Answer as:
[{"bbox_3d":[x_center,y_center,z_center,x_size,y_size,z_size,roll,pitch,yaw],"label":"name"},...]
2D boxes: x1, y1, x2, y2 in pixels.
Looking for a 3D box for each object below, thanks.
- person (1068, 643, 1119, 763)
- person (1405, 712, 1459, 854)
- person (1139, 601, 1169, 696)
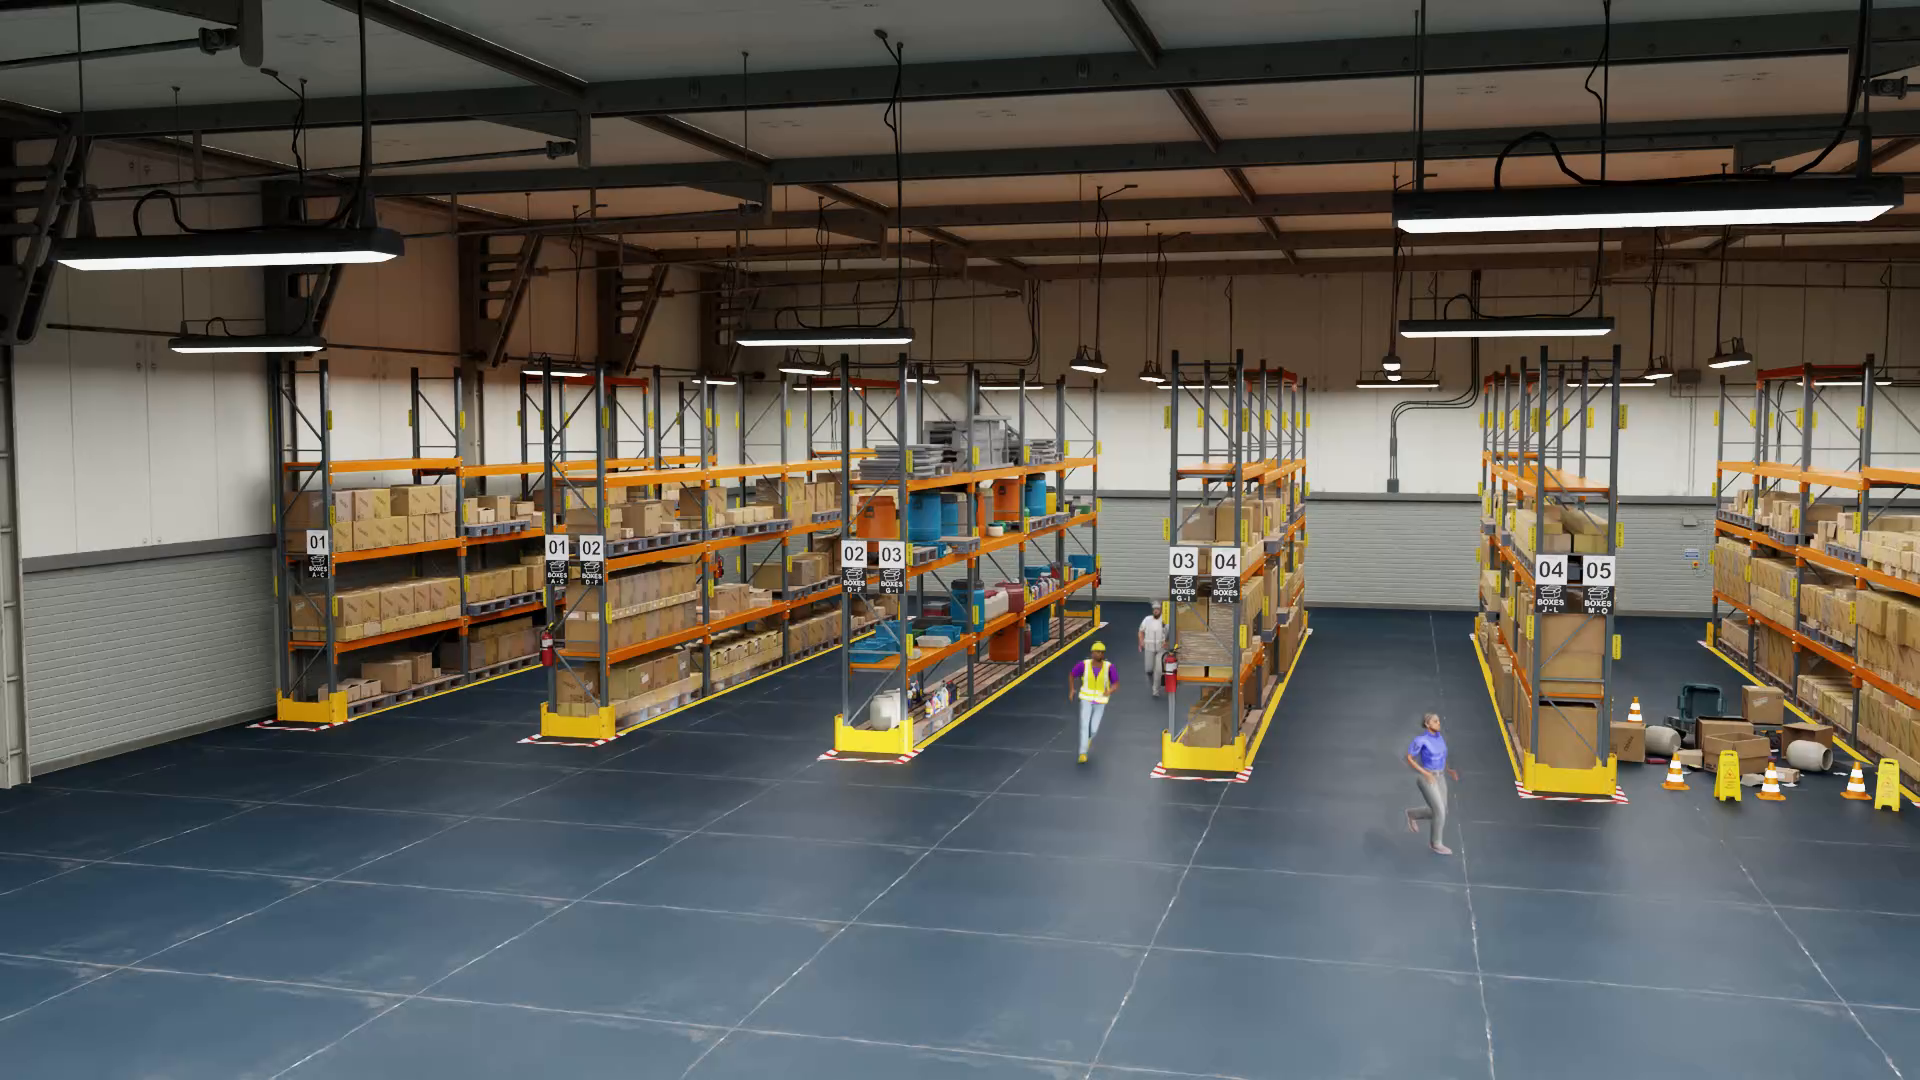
[{"bbox_3d":[1.973,2.366,24.502,0.745,1.730,0.897,0,4,2],"label":"person"},{"bbox_3d":[5.460,2.812,19.407,0.577,1.632,0.664,-3,5,-39],"label":"person"},{"bbox_3d":[3.577,1.970,30.268,0.678,1.725,0.591,1,4,12],"label":"person"}]
